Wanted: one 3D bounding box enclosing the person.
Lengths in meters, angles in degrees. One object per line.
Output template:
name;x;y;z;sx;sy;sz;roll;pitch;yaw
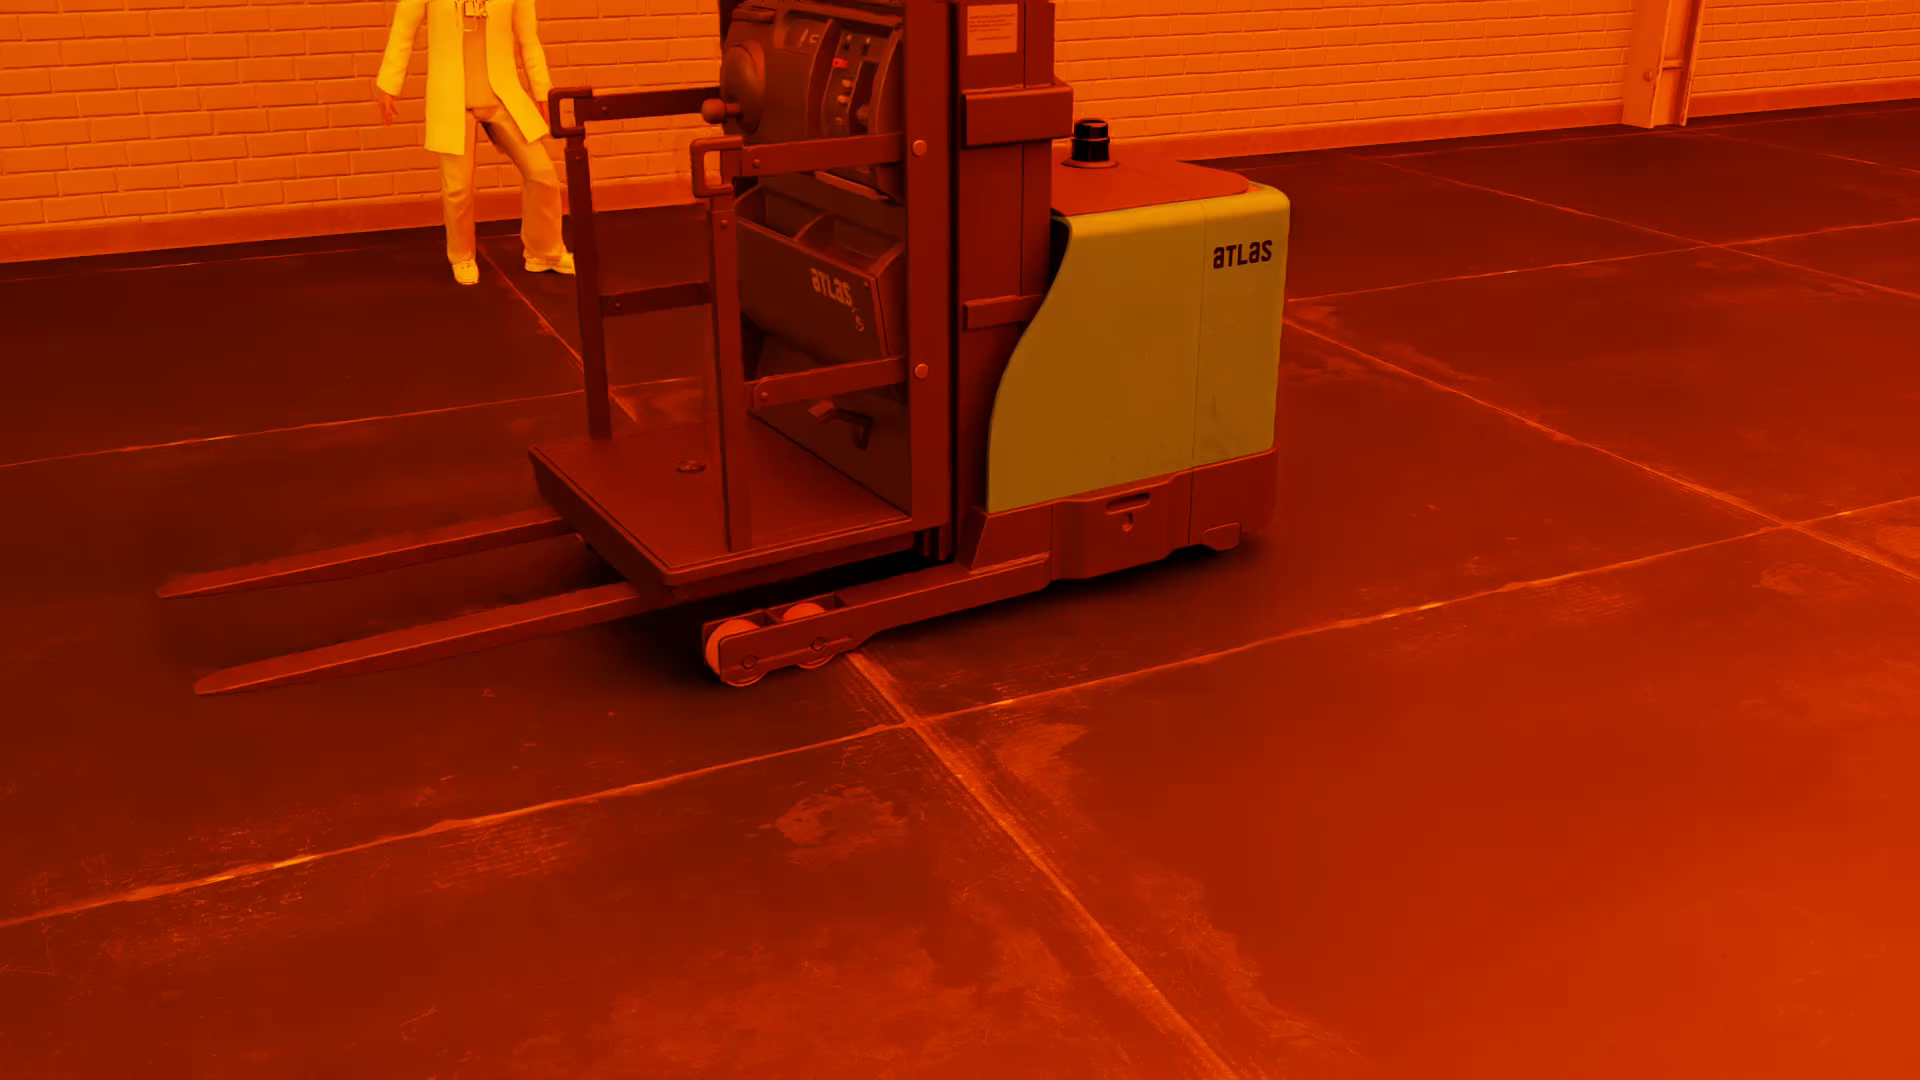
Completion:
person;-2.330;-2.132;7.930;0.736;1.775;0.431;-15;27;-32

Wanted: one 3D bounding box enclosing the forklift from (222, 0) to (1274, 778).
forklift;-0.413;-1.182;4.131;1.130;2.935;3.031;19;29;39
